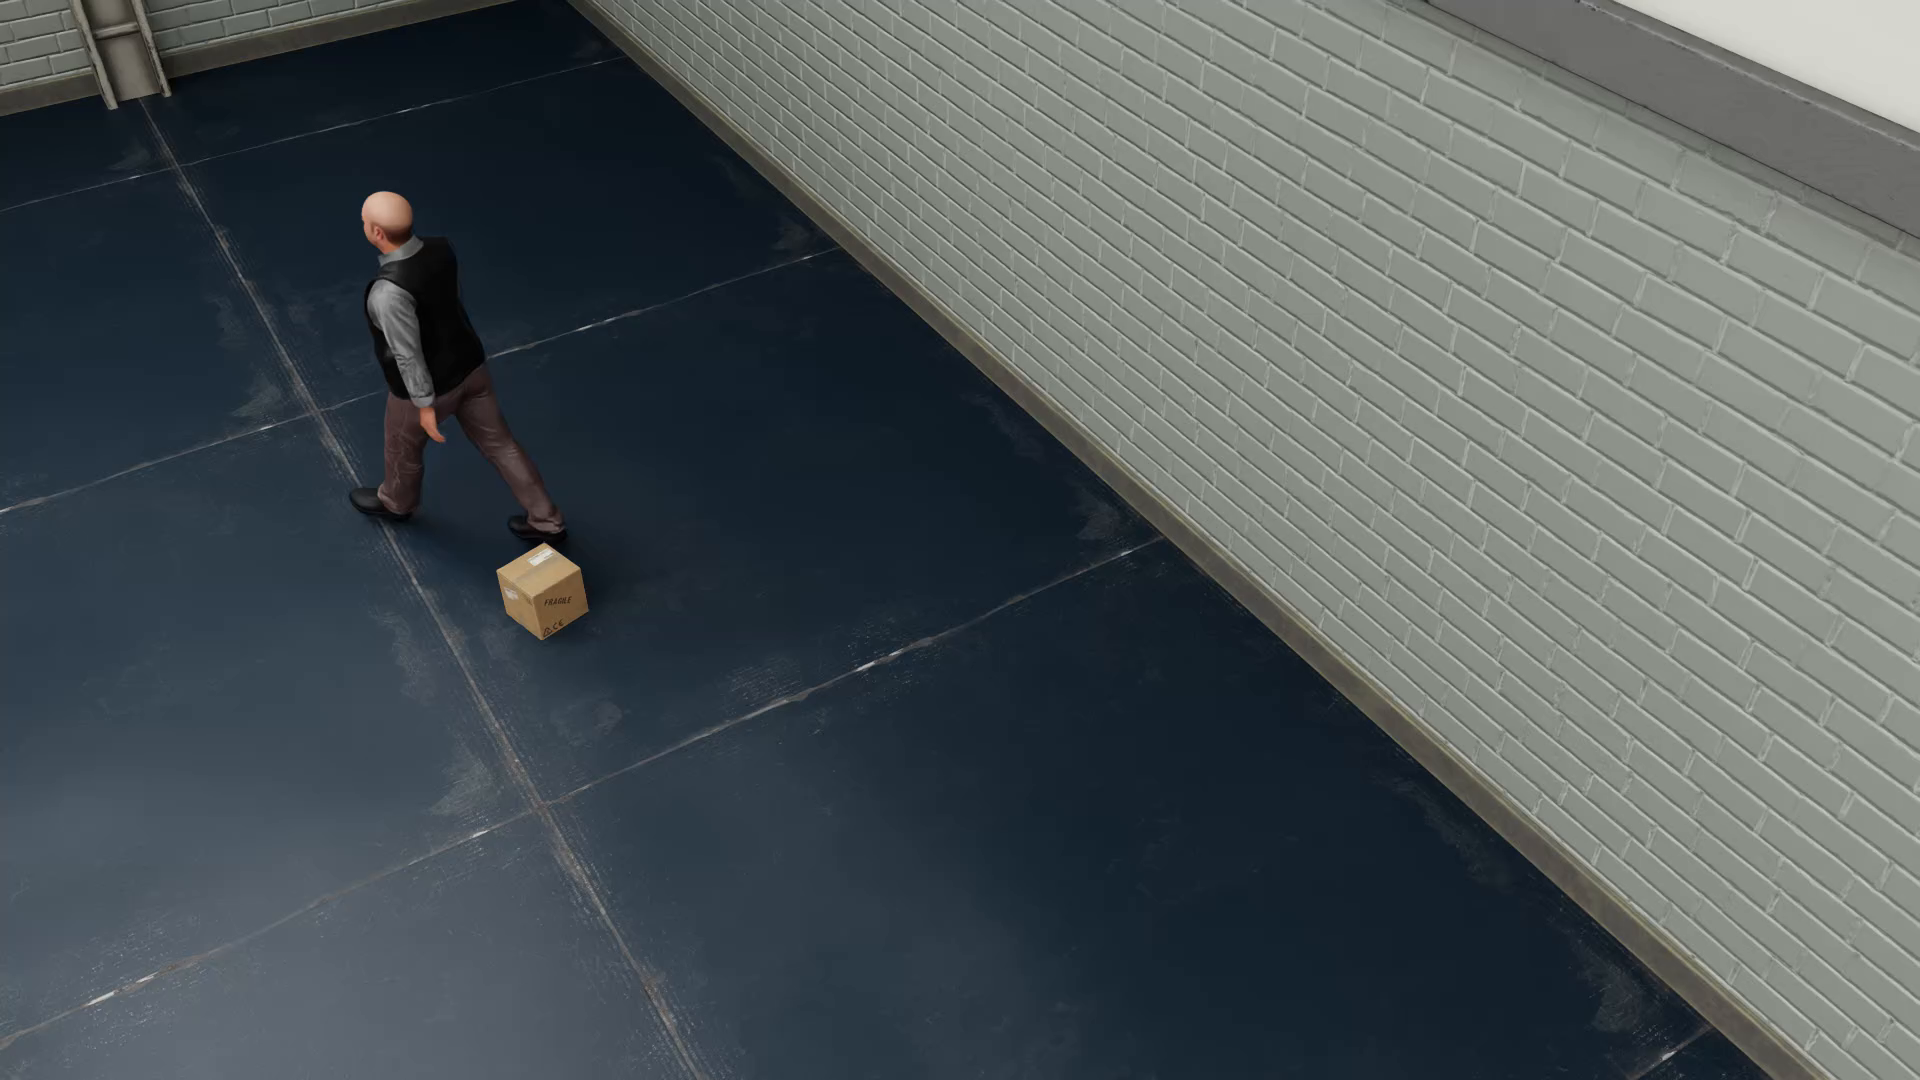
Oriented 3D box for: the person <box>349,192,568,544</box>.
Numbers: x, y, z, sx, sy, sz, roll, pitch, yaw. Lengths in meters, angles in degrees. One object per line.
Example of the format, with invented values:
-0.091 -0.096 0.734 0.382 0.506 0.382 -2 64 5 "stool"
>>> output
-2.241 -0.716 7.020 1.069 1.660 0.543 16 43 18 "person"
